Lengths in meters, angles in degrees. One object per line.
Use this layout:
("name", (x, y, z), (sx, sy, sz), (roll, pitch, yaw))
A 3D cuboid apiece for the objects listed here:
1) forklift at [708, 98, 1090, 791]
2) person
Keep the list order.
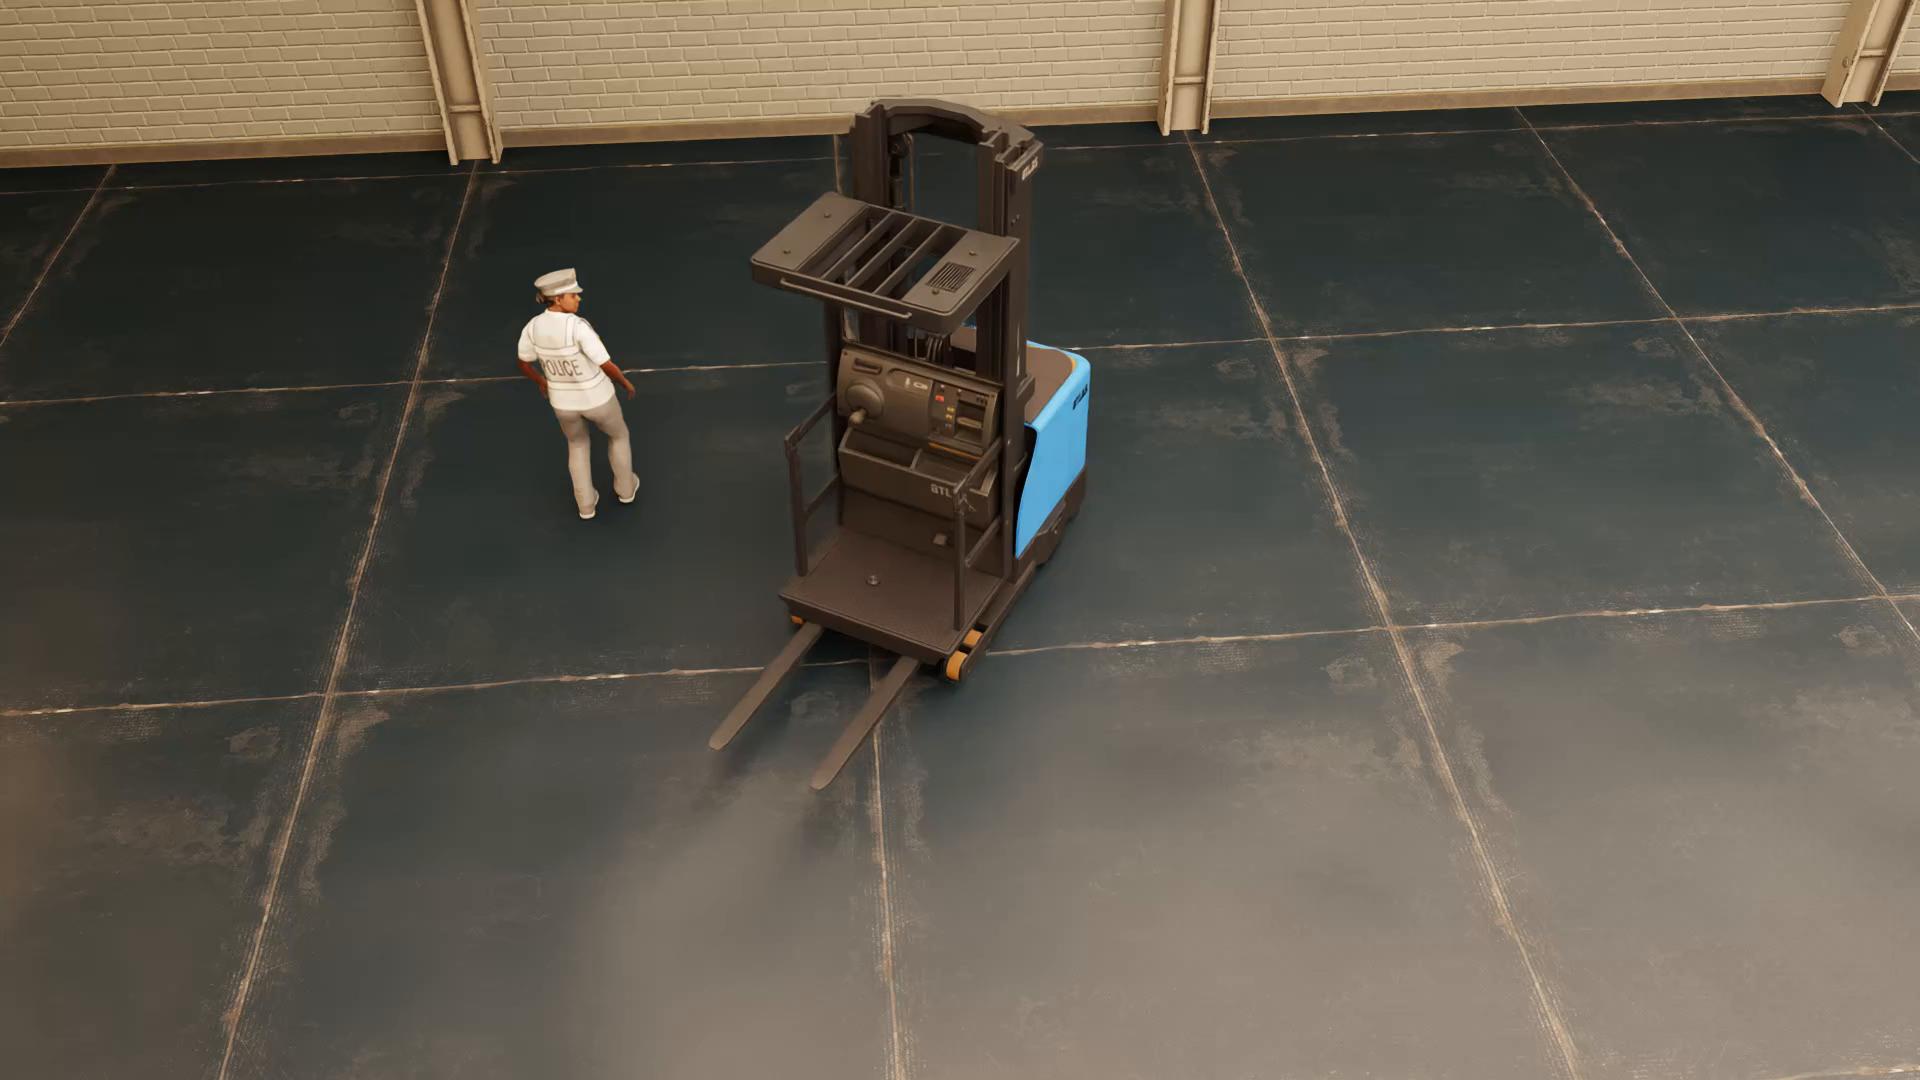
("forklift", (-0.327, -0.660, 8.709), (1.130, 2.935, 3.031), (18, 44, 20))
("person", (-2.272, -0.888, 9.969), (0.653, 1.650, 0.479), (5, 41, 6))
